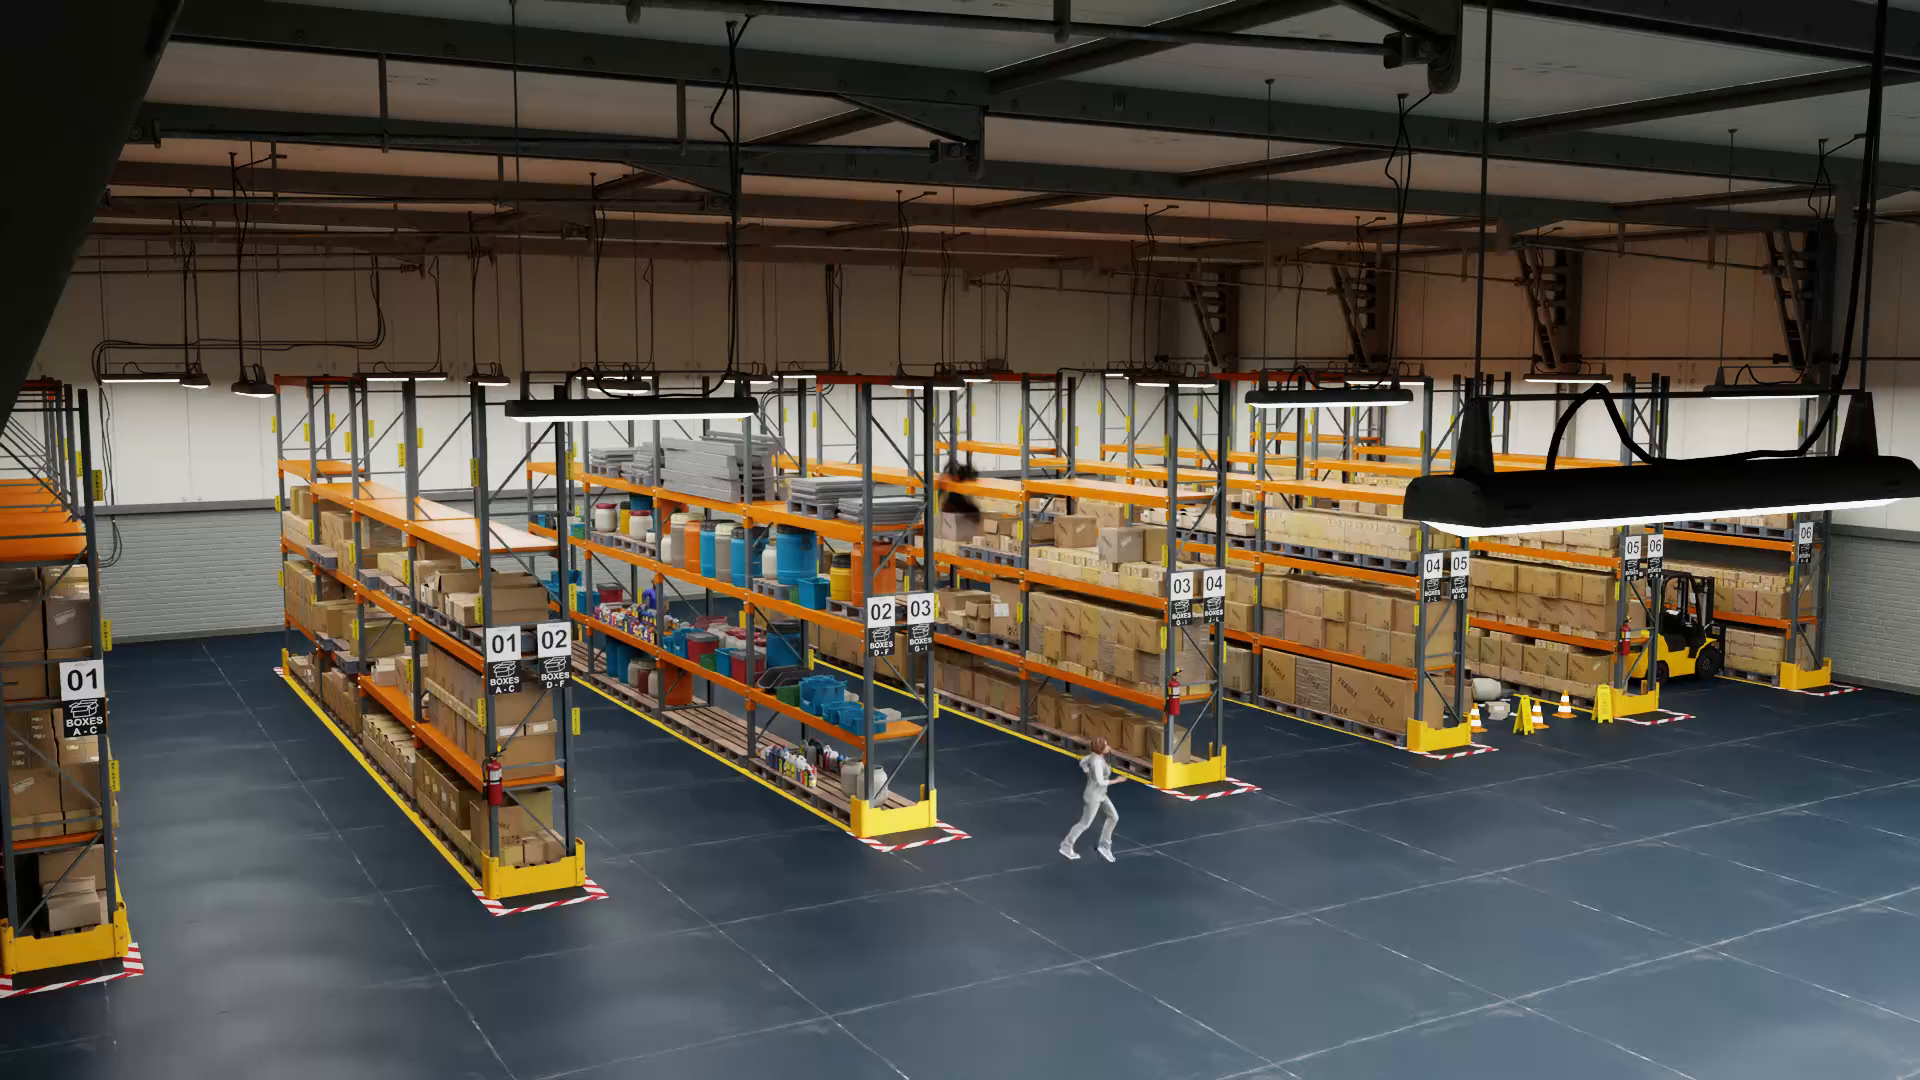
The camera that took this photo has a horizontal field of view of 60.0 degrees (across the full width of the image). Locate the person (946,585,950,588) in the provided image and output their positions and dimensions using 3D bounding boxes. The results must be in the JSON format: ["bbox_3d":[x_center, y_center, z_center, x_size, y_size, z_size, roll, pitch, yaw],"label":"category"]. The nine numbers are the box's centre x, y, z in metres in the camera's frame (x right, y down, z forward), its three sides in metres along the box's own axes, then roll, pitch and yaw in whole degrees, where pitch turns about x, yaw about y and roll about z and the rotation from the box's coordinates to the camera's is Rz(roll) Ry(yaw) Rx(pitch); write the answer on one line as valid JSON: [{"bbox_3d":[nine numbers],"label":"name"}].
[{"bbox_3d":[-0.222,1.736,34.761,0.540,1.628,0.850,-3,7,-27],"label":"person"}]

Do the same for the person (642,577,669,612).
[{"bbox_3d":[-6.540,1.607,35.891,0.614,1.616,0.605,-6,8,-42],"label":"person"}]

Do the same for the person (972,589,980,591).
[{"bbox_3d":[0.389,1.803,33.915,0.537,1.625,0.604,-4,7,-33],"label":"person"}]

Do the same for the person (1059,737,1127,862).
[{"bbox_3d":[1.677,3.258,20.880,0.834,1.623,0.547,1,6,9],"label":"person"}]
